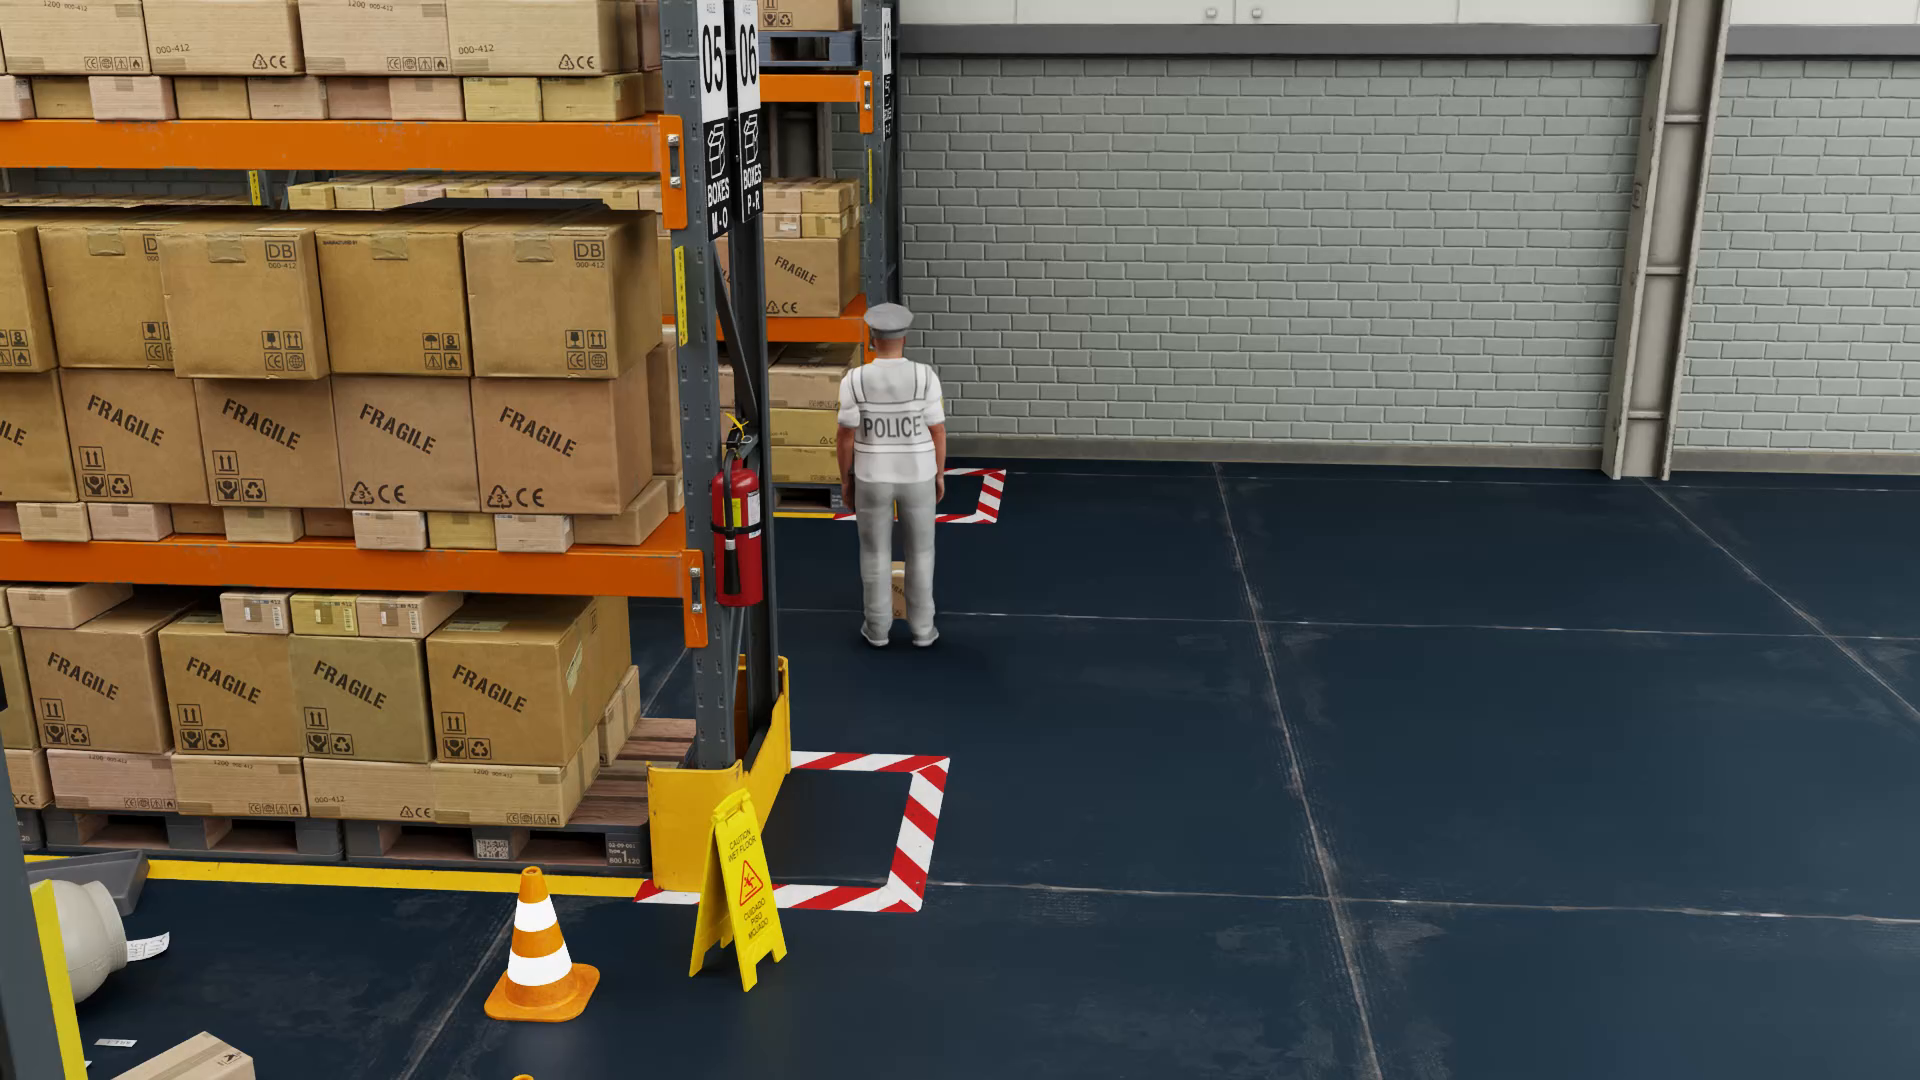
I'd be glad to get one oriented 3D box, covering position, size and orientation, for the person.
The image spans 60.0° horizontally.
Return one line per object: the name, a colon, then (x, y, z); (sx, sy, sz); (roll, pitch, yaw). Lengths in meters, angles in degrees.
person: (-0.347, -0.315, 8.456); (0.550, 1.784, 0.403); (-1, 17, -2)
